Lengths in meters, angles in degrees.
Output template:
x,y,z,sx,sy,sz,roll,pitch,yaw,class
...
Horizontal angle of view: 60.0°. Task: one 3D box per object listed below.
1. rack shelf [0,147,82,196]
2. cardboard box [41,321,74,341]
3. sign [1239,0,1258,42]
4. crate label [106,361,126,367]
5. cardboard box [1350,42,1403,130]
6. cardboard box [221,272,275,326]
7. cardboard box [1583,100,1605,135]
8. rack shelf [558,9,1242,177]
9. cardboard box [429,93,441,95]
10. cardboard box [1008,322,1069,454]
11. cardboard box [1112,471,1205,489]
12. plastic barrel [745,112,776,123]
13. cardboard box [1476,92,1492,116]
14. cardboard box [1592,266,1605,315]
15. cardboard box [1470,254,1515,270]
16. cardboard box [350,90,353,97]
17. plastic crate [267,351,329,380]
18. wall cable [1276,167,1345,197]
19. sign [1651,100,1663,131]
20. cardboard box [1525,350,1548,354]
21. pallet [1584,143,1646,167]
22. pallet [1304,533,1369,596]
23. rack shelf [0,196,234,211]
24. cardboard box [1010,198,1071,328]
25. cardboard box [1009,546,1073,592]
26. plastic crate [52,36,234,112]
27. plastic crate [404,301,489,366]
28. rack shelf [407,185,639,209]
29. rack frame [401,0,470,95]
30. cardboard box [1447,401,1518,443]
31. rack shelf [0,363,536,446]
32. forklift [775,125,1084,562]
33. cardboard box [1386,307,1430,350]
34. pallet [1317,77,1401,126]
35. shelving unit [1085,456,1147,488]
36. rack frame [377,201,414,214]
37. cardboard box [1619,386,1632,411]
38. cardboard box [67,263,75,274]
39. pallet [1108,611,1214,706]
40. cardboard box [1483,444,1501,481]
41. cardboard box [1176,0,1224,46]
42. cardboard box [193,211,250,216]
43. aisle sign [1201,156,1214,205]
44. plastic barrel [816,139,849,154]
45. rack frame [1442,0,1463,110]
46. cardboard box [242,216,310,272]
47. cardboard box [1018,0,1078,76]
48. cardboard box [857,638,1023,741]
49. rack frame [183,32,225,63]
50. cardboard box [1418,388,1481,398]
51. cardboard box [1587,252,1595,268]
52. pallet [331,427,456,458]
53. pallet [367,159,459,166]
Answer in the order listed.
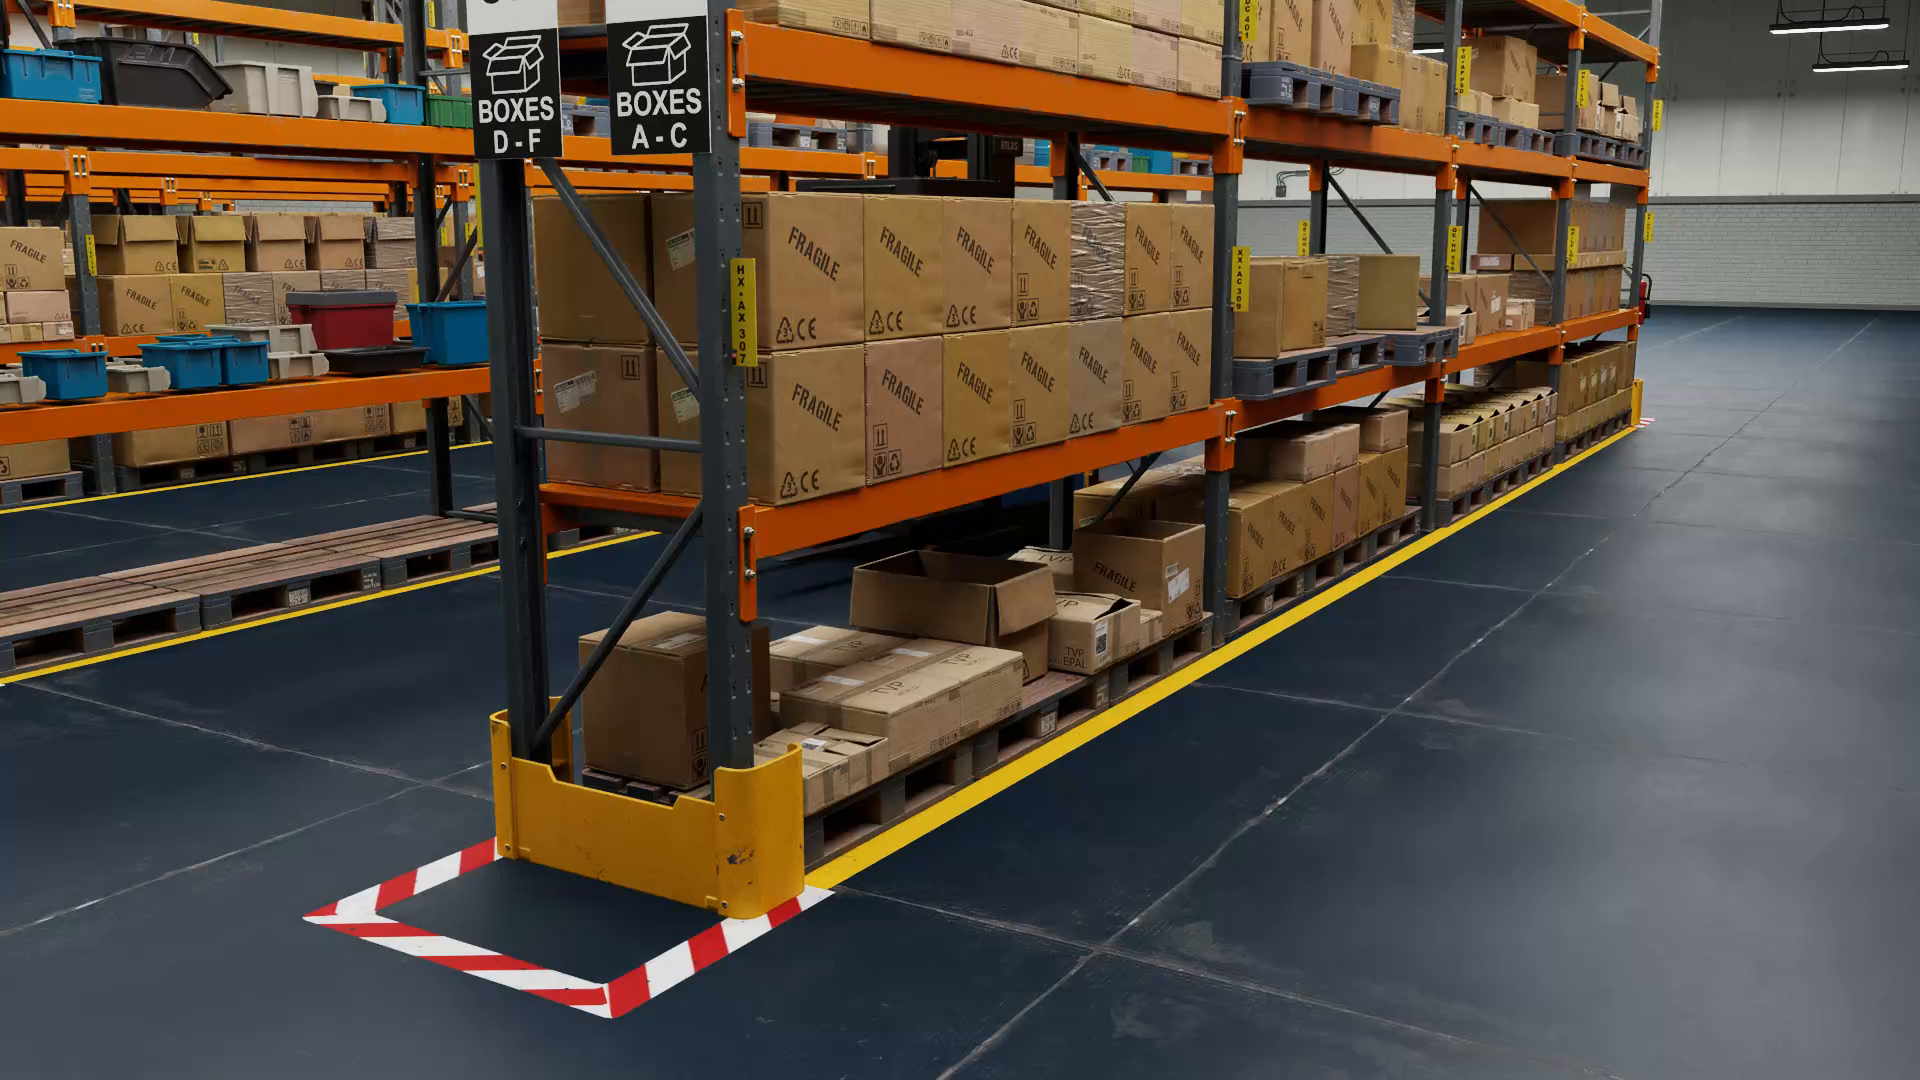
x,y,z,sx,sy,sz,roll,pitch,yaw,class
-8.552,-2.702,11.953,1.077,0.370,4.000,6,12,31,rack shelf
-7.392,-1.693,13.443,0.380,0.149,0.250,6,12,31,cardboard box
1.419,-2.627,8.190,0.100,0.325,0.005,6,12,31,sign
-4.802,-0.929,9.234,0.396,0.136,0.243,6,12,31,crate label
2.295,-2.867,10.611,0.910,0.500,0.500,6,12,31,cardboard box
-6.541,-2.151,14.936,0.500,0.500,0.500,6,12,29,cardboard box
5.871,-4.052,15.928,0.500,0.311,0.500,6,12,28,cardboard box
-0.087,-1.755,6.895,1.077,0.370,4.000,6,12,31,rack shelf
-5.403,-4.393,17.401,0.500,0.500,0.500,7,13,32,cardboard box
0.117,-0.652,6.929,0.500,0.500,0.500,7,12,31,cardboard box
1.226,-0.118,9.946,0.500,0.500,0.500,6,12,31,cardboard box
-1.635,-3.482,13.398,0.301,0.262,0.301,0,11,0,plastic barrel
4.059,-3.519,13.629,0.500,0.250,0.500,5,12,26,cardboard box
6.396,-2.652,17.613,0.700,0.500,0.500,6,12,31,cardboard box
5.062,-2.638,15.774,0.380,0.149,0.250,6,12,31,cardboard box
-5.692,-4.154,16.330,0.797,0.503,0.637,7,13,34,cardboard box
-3.928,-1.020,9.718,0.293,0.136,0.466,6,12,31,plastic crate
11.211,-13.946,52.665,2.305,6.003,0.169,6,12,31,wall cable
7.638,-4.653,18.227,0.100,0.325,0.005,6,12,31,sign
5.684,-1.681,16.988,0.500,0.500,0.500,6,12,31,cardboard box
6.792,-4.158,18.017,1.003,0.211,1.213,6,12,31,pallet
1.973,0.098,10.773,1.003,0.211,1.213,6,12,31,pallet
-15.036,-6.010,29.621,1.077,0.370,4.000,6,12,31,rack shelf
0.122,-1.146,6.849,0.500,0.500,0.500,6,12,30,cardboard box
0.548,0.202,8.749,0.500,0.311,0.500,6,12,31,cardboard box
-4.329,-2.451,8.828,0.504,0.338,0.767,6,12,31,plastic crate
-3.232,-1.338,10.745,0.392,0.384,0.575,6,12,31,plastic crate
-6.509,-5.079,24.650,1.077,0.370,4.000,6,12,31,rack shelf
-3.281,-4.371,10.763,1.000,3.000,0.127,6,12,31,rack frame
4.349,-1.007,13.903,0.500,0.311,0.500,6,12,30,cardboard box
-4.319,-0.754,9.702,1.077,0.370,4.000,6,12,31,rack shelf
-0.390,-1.351,11.118,1.130,2.935,3.031,8,13,38,forklift
3.254,-1.587,12.436,0.500,0.311,0.500,7,13,34,cardboard box
1.885,-2.590,9.911,1.213,0.211,1.003,6,12,31,pallet
0.952,-0.940,12.812,0.587,1.500,1.083,8,13,38,shelving unit
-9.753,-4.730,28.981,1.000,3.000,0.127,6,12,31,rack frame
7.155,-1.578,18.479,0.500,0.250,0.500,6,12,31,cardboard box
-9.893,-2.999,18.472,0.380,0.149,0.250,6,12,31,cardboard box
0.594,0.530,8.465,1.003,0.211,1.213,6,12,31,pallet
4.075,-0.648,13.512,0.500,0.250,0.500,6,12,29,cardboard box
0.931,-2.493,7.929,0.500,0.250,0.500,6,12,31,cardboard box
-11.416,-4.836,25.751,0.700,0.500,0.500,6,12,30,cardboard box
3.241,-4.570,21.066,0.394,0.787,0.004,6,12,31,aisle sign
-1.119,-3.493,14.648,0.294,0.245,0.294,0,11,0,plastic barrel
3.028,-4.527,11.593,1.000,3.000,0.127,6,12,31,rack frame
-6.514,-2.745,15.383,0.797,0.503,0.637,7,13,33,cardboard box
0.141,-2.012,6.721,0.500,0.250,0.500,6,12,31,cardboard box
-0.082,0.600,6.789,0.500,0.250,0.500,6,12,31,cardboard box
-13.998,-8.152,30.959,1.000,3.000,0.127,6,12,31,rack frame
4.412,-1.218,15.030,0.500,0.311,0.500,6,12,30,cardboard box
6.210,-2.843,16.866,0.380,0.149,0.250,6,12,30,cardboard box
-5.911,-1.037,16.836,1.003,0.211,1.213,6,12,31,pallet
-5.726,-3.800,16.377,1.213,0.211,1.003,7,13,33,pallet
